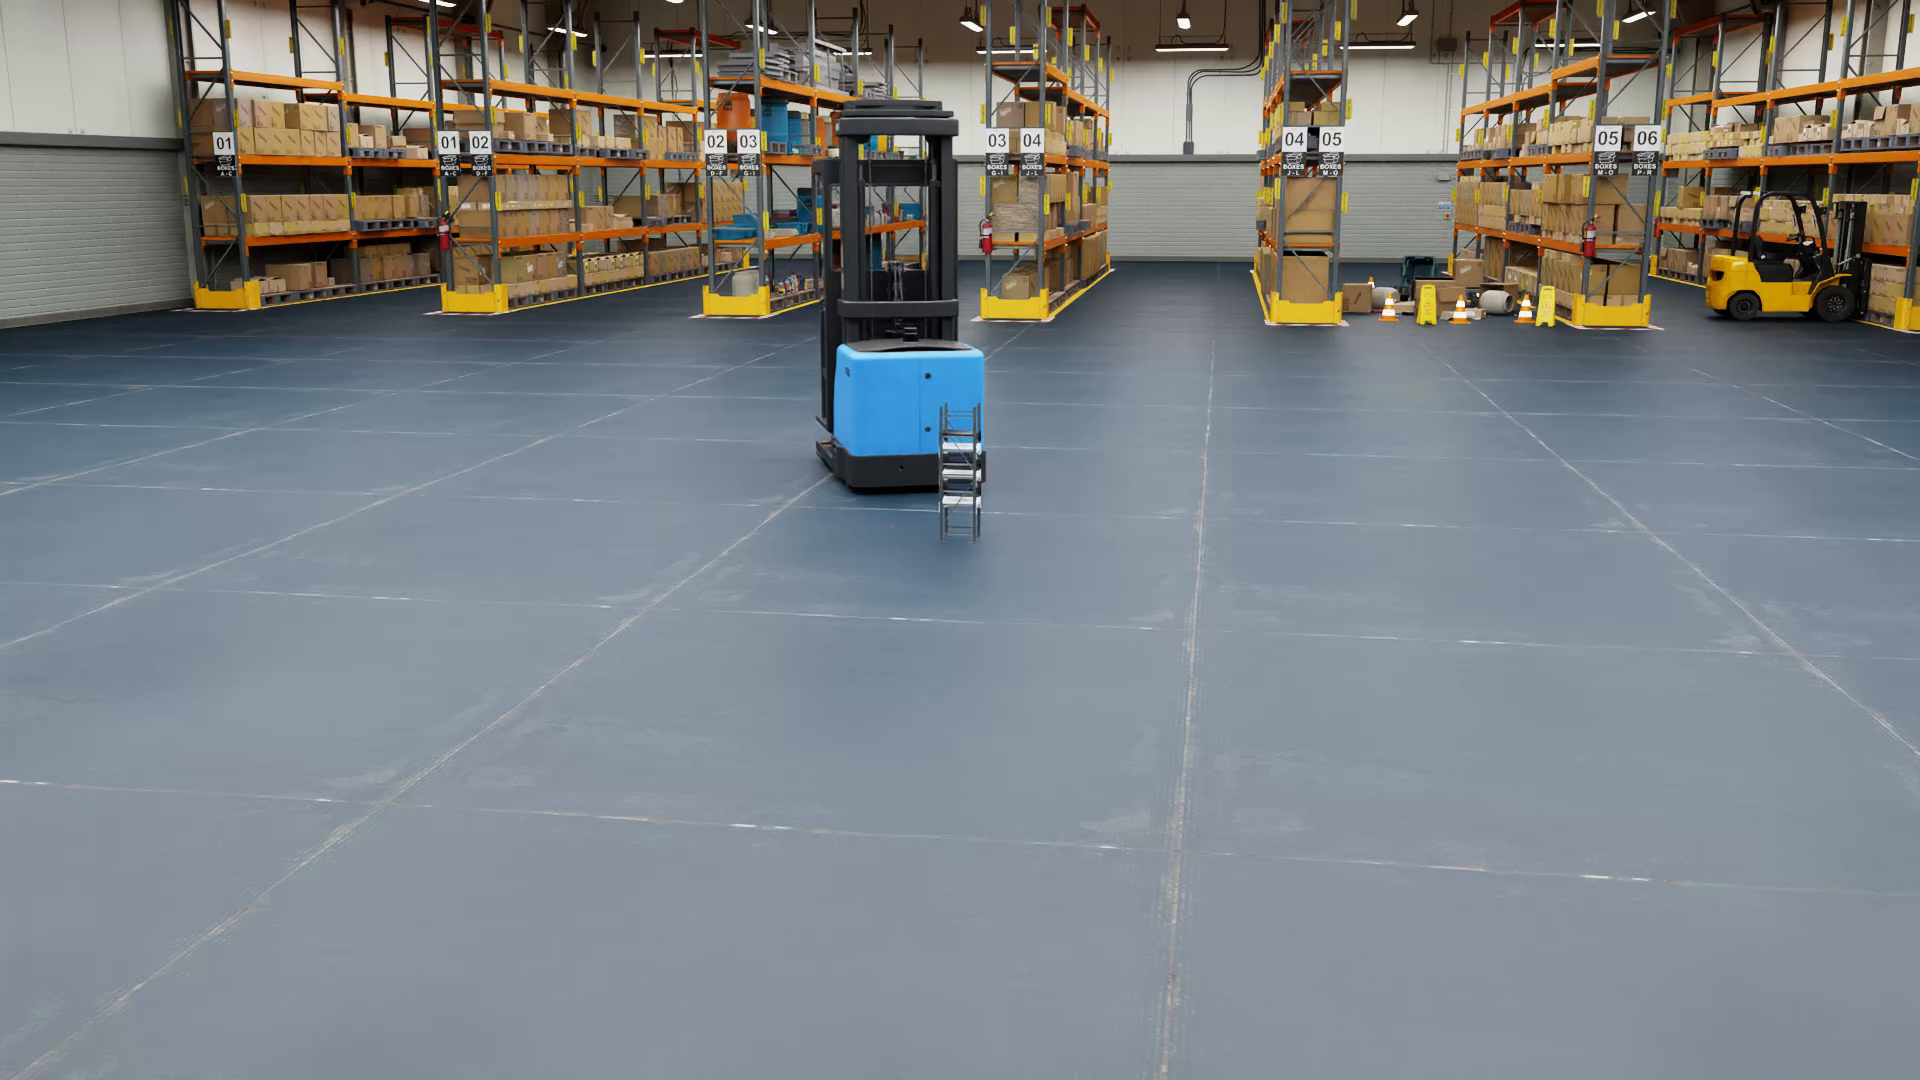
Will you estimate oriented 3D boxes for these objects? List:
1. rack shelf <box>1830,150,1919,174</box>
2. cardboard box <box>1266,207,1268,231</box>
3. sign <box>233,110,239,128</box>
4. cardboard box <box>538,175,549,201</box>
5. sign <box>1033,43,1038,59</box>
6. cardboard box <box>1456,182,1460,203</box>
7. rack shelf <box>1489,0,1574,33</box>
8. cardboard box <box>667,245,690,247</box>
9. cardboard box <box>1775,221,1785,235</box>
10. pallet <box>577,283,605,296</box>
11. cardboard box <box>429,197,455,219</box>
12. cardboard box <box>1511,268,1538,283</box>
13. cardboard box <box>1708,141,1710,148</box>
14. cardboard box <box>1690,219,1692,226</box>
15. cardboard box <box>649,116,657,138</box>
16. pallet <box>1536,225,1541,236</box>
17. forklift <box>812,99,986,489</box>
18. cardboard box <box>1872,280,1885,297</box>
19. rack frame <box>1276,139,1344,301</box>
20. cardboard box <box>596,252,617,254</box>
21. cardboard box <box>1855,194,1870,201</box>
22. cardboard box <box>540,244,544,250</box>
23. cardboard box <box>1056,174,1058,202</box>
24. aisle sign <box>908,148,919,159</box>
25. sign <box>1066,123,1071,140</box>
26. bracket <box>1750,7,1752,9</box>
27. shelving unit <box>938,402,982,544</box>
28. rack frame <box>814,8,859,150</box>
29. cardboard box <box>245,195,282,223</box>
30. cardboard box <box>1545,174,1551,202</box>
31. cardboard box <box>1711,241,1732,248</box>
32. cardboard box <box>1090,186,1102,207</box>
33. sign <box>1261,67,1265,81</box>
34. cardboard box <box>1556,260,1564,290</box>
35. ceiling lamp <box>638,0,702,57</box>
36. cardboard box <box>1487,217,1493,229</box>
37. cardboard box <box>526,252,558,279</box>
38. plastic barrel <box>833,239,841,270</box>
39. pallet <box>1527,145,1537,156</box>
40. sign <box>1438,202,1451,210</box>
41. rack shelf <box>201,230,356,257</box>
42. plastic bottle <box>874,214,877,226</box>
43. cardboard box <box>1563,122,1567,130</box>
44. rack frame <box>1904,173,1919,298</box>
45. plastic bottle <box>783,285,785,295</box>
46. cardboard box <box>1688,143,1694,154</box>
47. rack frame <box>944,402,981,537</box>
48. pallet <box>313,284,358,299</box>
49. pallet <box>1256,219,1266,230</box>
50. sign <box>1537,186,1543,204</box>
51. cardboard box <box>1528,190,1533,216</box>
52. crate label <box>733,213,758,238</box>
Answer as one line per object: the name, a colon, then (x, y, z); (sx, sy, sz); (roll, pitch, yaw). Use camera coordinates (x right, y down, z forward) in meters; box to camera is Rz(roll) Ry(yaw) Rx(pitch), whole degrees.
rack shelf: (15.944, -6.377, 28.051); (1.077, 0.370, 4.000); (2, 12, 9)
cardboard box: (6.644, -6.669, 34.581); (0.500, 0.500, 0.500); (2, 12, 8)
sign: (-13.208, -7.685, 30.336); (0.100, 0.325, 0.005); (2, 12, 9)
cardboard box: (-8.449, -6.862, 32.400); (0.700, 0.500, 0.500); (2, 12, 9)
sign: (1.621, -10.476, 35.652); (0.100, 0.325, 0.005); (2, 12, 9)
cardboard box: (12.837, -8.784, 42.020); (0.500, 0.500, 0.500); (2, 12, 7)
rack shelf: (12.270, -11.293, 35.855); (1.077, 0.370, 4.000); (2, 12, 9)
cardboard box: (-7.195, -7.268, 42.486); (0.500, 0.500, 0.500); (2, 12, 9)
cardboard box: (16.403, -6.141, 32.727); (0.500, 0.250, 0.500); (1, 12, 7)
pallet: (-8.158, -5.273, 34.960); (1.003, 0.211, 1.213); (2, 12, 9)
cardboard box: (-12.186, -7.771, 38.940); (0.500, 0.500, 0.500); (2, 12, 10)
cardboard box: (11.760, -5.321, 33.804); (0.950, 0.372, 0.625); (2, 12, 8)
cardboard box: (17.043, -8.892, 37.377); (0.380, 0.149, 0.250); (2, 12, 10)
cardboard box: (17.384, -7.459, 39.081); (0.380, 0.149, 0.250); (2, 12, 10)
cardboard box: (-7.388, -9.621, 38.786); (0.500, 0.500, 0.500); (2, 12, 9)
pallet: (11.608, -5.899, 31.702); (1.003, 0.211, 1.213); (2, 12, 9)
forklift: (-0.611, -2.085, 13.711); (1.130, 2.935, 3.031); (-3, 12, -12)
cardboard box: (15.491, -4.167, 27.552); (0.500, 0.250, 0.500); (2, 12, 8)
rack frame: (5.825, -5.145, 27.748); (1.000, 3.000, 0.127); (2, 12, 9)
cardboard box: (-7.989, -6.350, 37.537); (0.500, 0.311, 0.500); (2, 12, 11)
cardboard box: (15.774, -5.917, 28.847); (0.380, 0.149, 0.250); (2, 12, 8)
cardboard box: (-11.520, -7.653, 44.323); (0.700, 0.500, 0.500); (2, 12, 10)
cardboard box: (1.524, -6.428, 30.384); (0.500, 0.500, 0.500); (2, 12, 9)
aisle sign: (-1.193, -10.094, 44.543); (0.394, 0.787, 0.004); (2, 12, 9)
sign: (2.092, -7.863, 32.011); (0.100, 0.325, 0.005); (2, 12, 9)
bracket: (18.193, -12.250, 37.930); (0.235, 0.232, 0.430); (2, 12, 9)
shelving unit: (0.001, -0.442, 10.906); (0.258, 0.900, 0.210); (2, 12, 9)
rack frame: (-2.724, -10.086, 36.432); (1.000, 3.000, 0.127); (2, 12, 9)
cardboard box: (-13.287, -6.304, 31.652); (0.500, 0.500, 0.500); (2, 12, 9)
cardboard box: (10.965, -6.331, 29.936); (0.700, 0.500, 0.500); (2, 12, 9)
cardboard box: (17.172, -6.668, 37.505); (0.380, 0.149, 0.250); (1, 12, 6)
cardboard box: (3.270, -8.566, 41.490); (0.500, 0.500, 0.500); (1, 12, 7)
sign: (7.750, -11.922, 42.546); (0.100, 0.325, 0.005); (2, 12, 9)
cardboard box: (10.759, -4.622, 29.072); (0.500, 0.500, 0.500); (2, 12, 7)
ceiling lamp: (-8.375, -15.402, 47.247); (2.000, 3.185, 0.800); (2, 12, 9)
cardboard box: (11.990, -7.030, 36.849); (0.500, 0.250, 0.500); (2, 12, 8)
cardboard box: (-8.250, -5.398, 32.669); (0.500, 0.500, 0.500); (2, 12, 9)
plastic barrel: (-2.666, -6.400, 37.723); (0.600, 0.830, 0.708); (2, 12, 9)
pallet: (11.703, -7.554, 32.252); (1.213, 0.211, 1.003); (2, 12, 9)
sign: (13.998, -9.658, 48.045); (0.327, 0.218, 0.001); (2, 12, 9)
rack shelf: (-13.436, -5.873, 32.833); (1.077, 0.370, 4.000); (2, 12, 9)
plastic bottle: (-2.040, -7.575, 39.317); (0.152, 0.276, 0.135); (2, 12, 9)
cardboard box: (10.860, -7.300, 29.331); (0.380, 0.149, 0.250); (1, 12, 7)
rack frame: (15.637, -4.846, 26.359); (1.000, 3.000, 0.127); (2, 12, 9)
plastic bottle: (-3.352, -4.724, 31.389); (0.097, 0.201, 0.097); (0, 12, 0)
cardboard box: (17.469, -9.206, 39.119); (0.500, 0.250, 0.500); (2, 12, 10)
rack frame: (0.017, -0.463, 11.005); (0.240, 0.900, 0.006); (2, 12, 9)
pallet: (-13.197, -5.137, 34.329); (1.003, 0.211, 1.213); (2, 12, 9)
pallet: (7.060, -6.869, 36.200); (1.213, 0.211, 1.003); (2, 12, 9)
sign: (10.798, -6.422, 30.923); (0.100, 0.325, 0.005); (2, 12, 9)
cardboard box: (11.351, -6.552, 32.337); (0.500, 0.500, 0.500); (2, 12, 11)
crate label: (-3.939, -5.897, 31.151); (0.502, 0.435, 0.616); (2, 12, 9)
